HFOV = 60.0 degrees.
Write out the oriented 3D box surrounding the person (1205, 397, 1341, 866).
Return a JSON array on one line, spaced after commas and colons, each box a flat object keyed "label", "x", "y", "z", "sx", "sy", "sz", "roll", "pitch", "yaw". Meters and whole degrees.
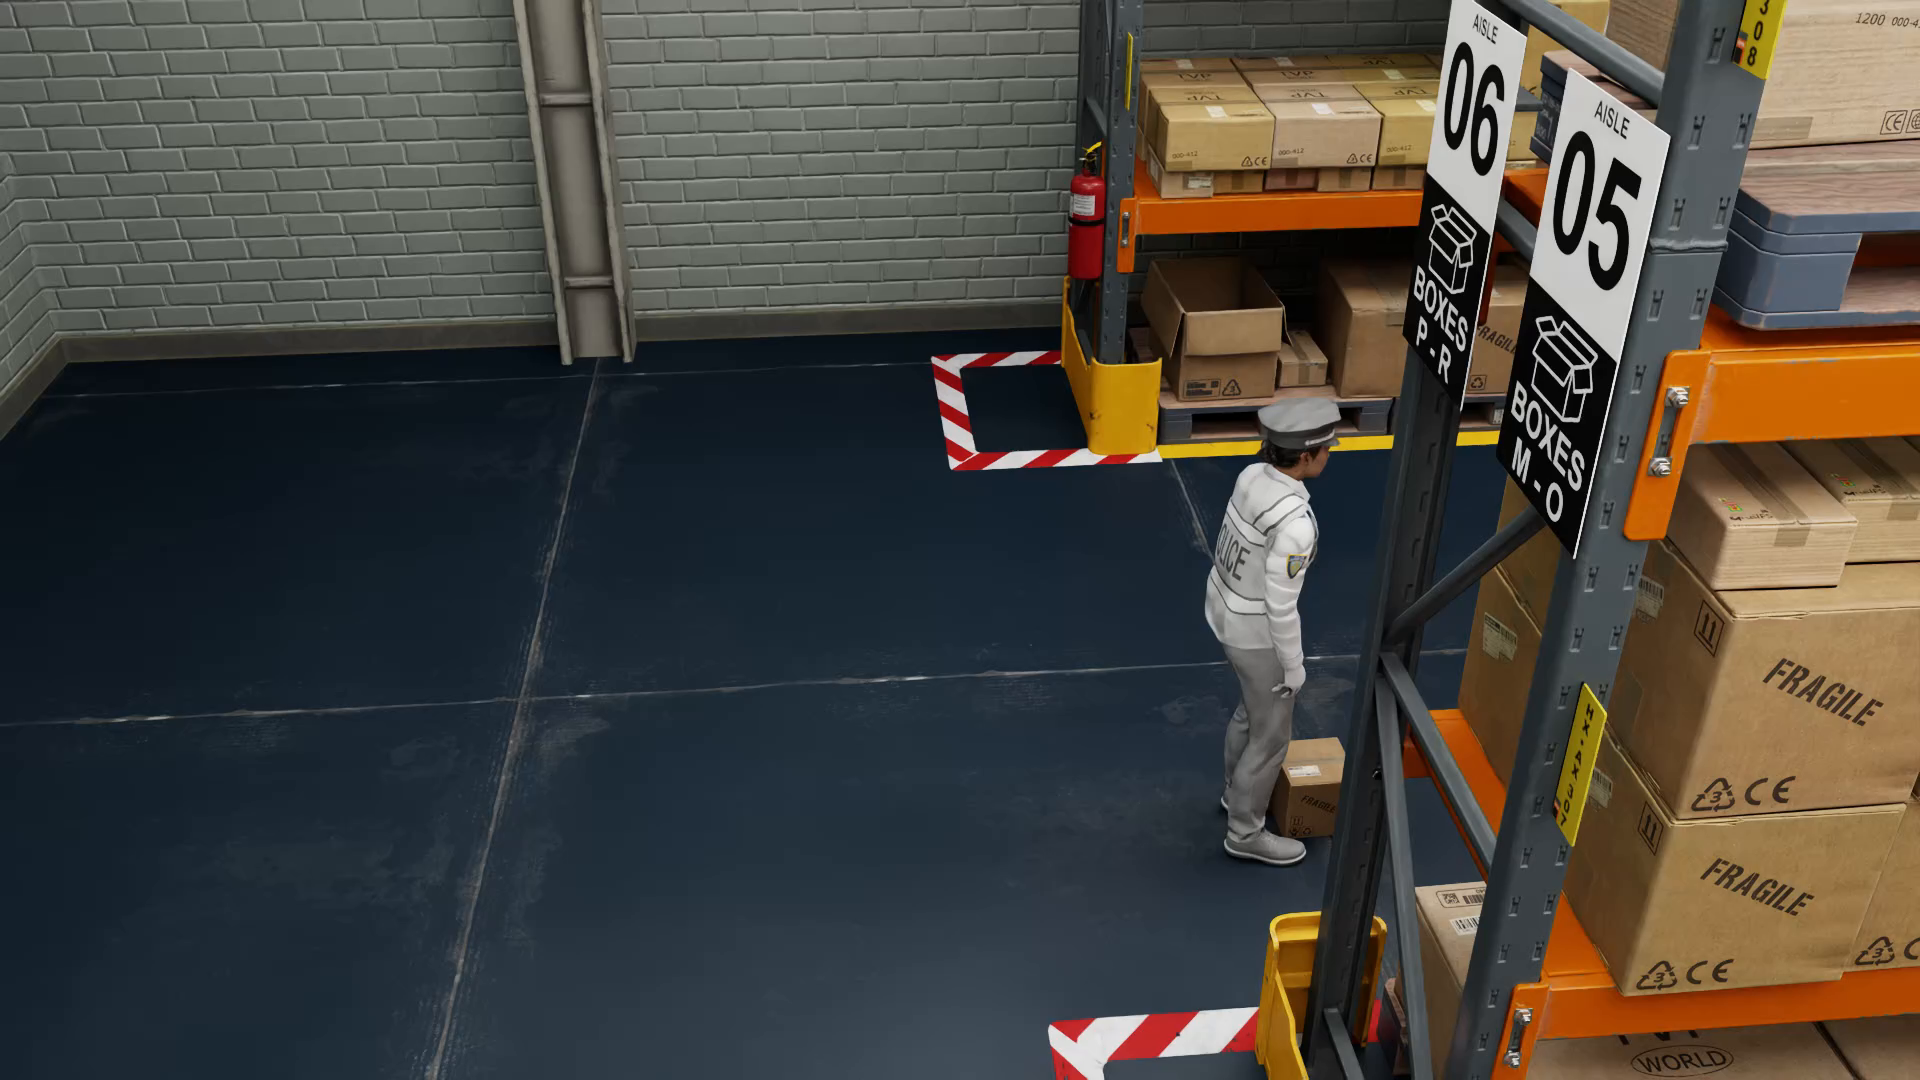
[{"label": "person", "x": 1.047, "y": 0.304, "z": 5.631, "sx": 0.415, "sy": 1.663, "sz": 0.544, "roll": -5, "pitch": 32, "yaw": -8}]
